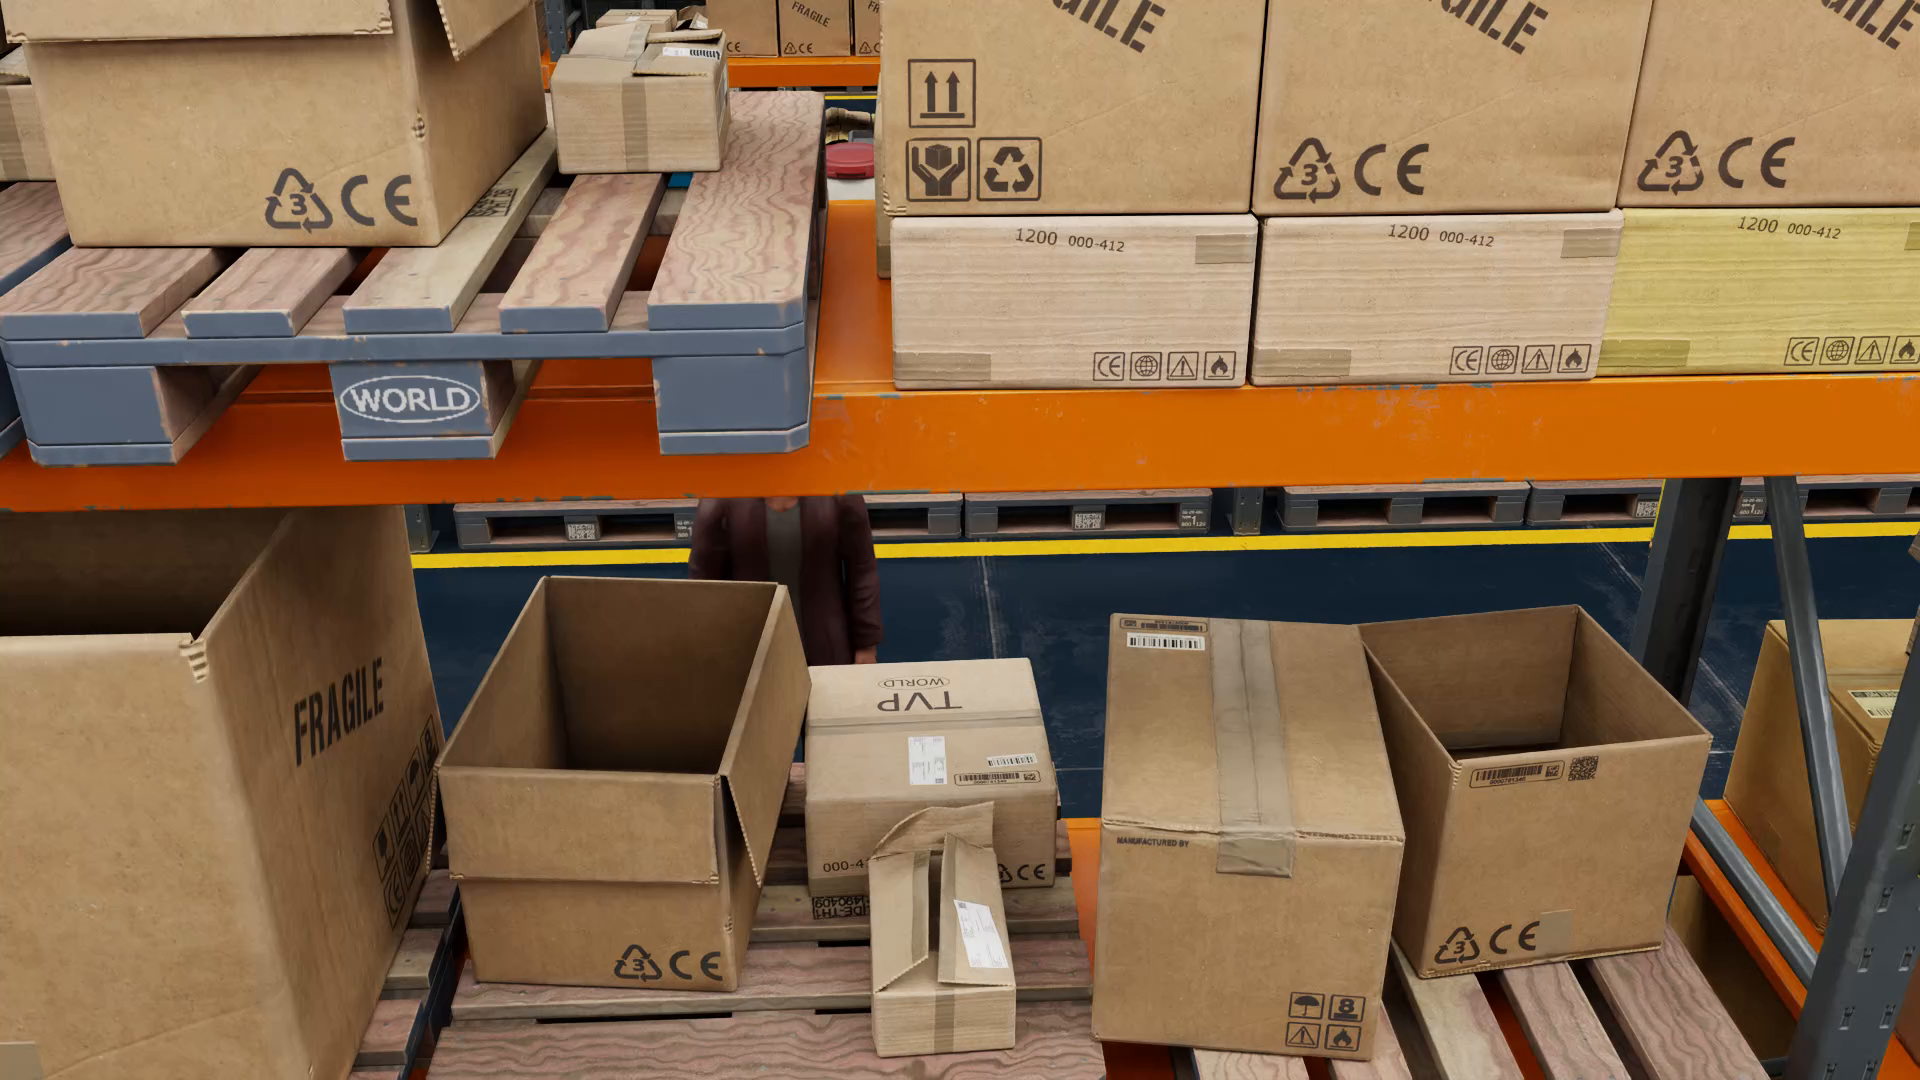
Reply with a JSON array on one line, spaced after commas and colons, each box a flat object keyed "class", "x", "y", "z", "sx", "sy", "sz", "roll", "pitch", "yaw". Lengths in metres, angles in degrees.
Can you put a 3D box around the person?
[{"class": "person", "x": -0.567, "y": 0.386, "z": 5.458, "sx": 0.644, "sy": 1.705, "sz": 0.429, "roll": -3, "pitch": 27, "yaw": -5}]
